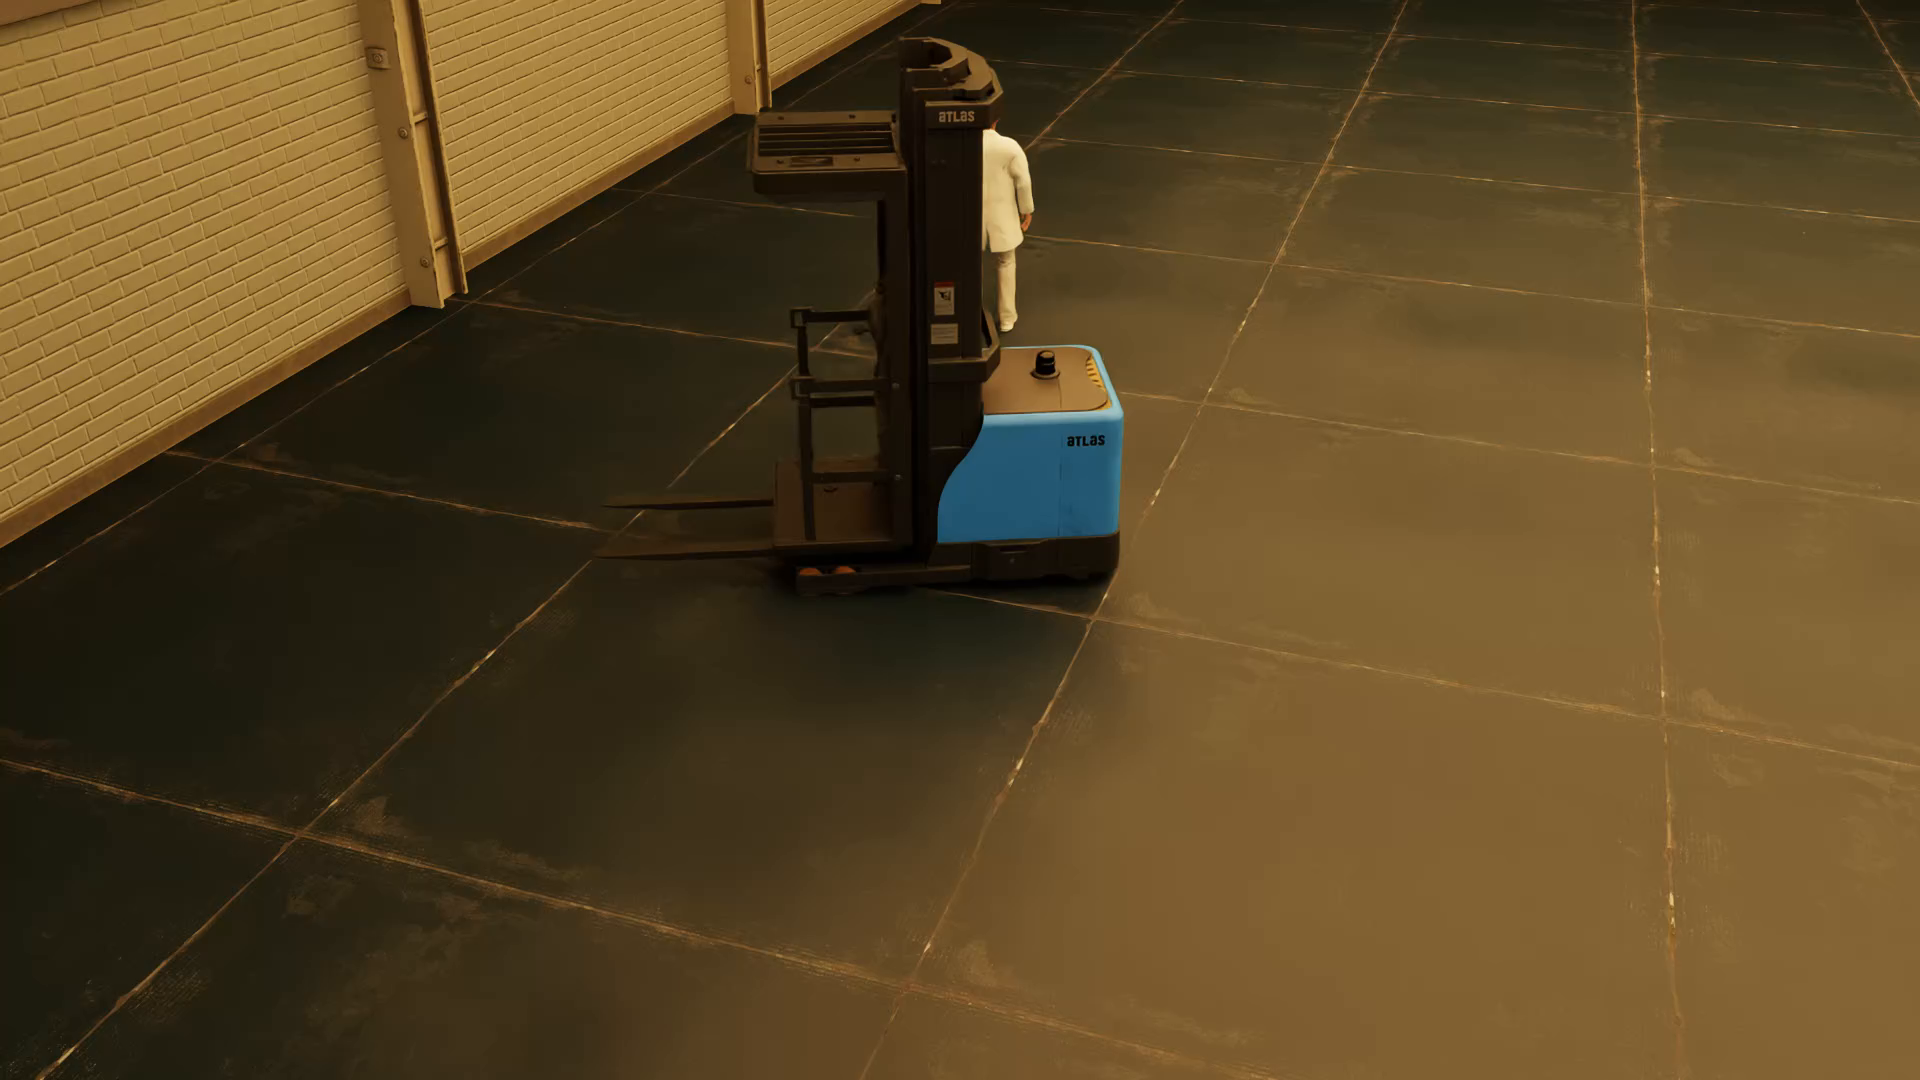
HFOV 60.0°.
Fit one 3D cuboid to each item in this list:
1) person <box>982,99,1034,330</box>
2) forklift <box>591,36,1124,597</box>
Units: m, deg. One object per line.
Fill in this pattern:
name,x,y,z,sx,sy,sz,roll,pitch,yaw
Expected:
person,0.230,-2.485,12.695,0.681,1.802,0.510,3,30,5
forklift,-0.625,-1.219,9.275,3.031,2.935,1.130,-3,30,-4
